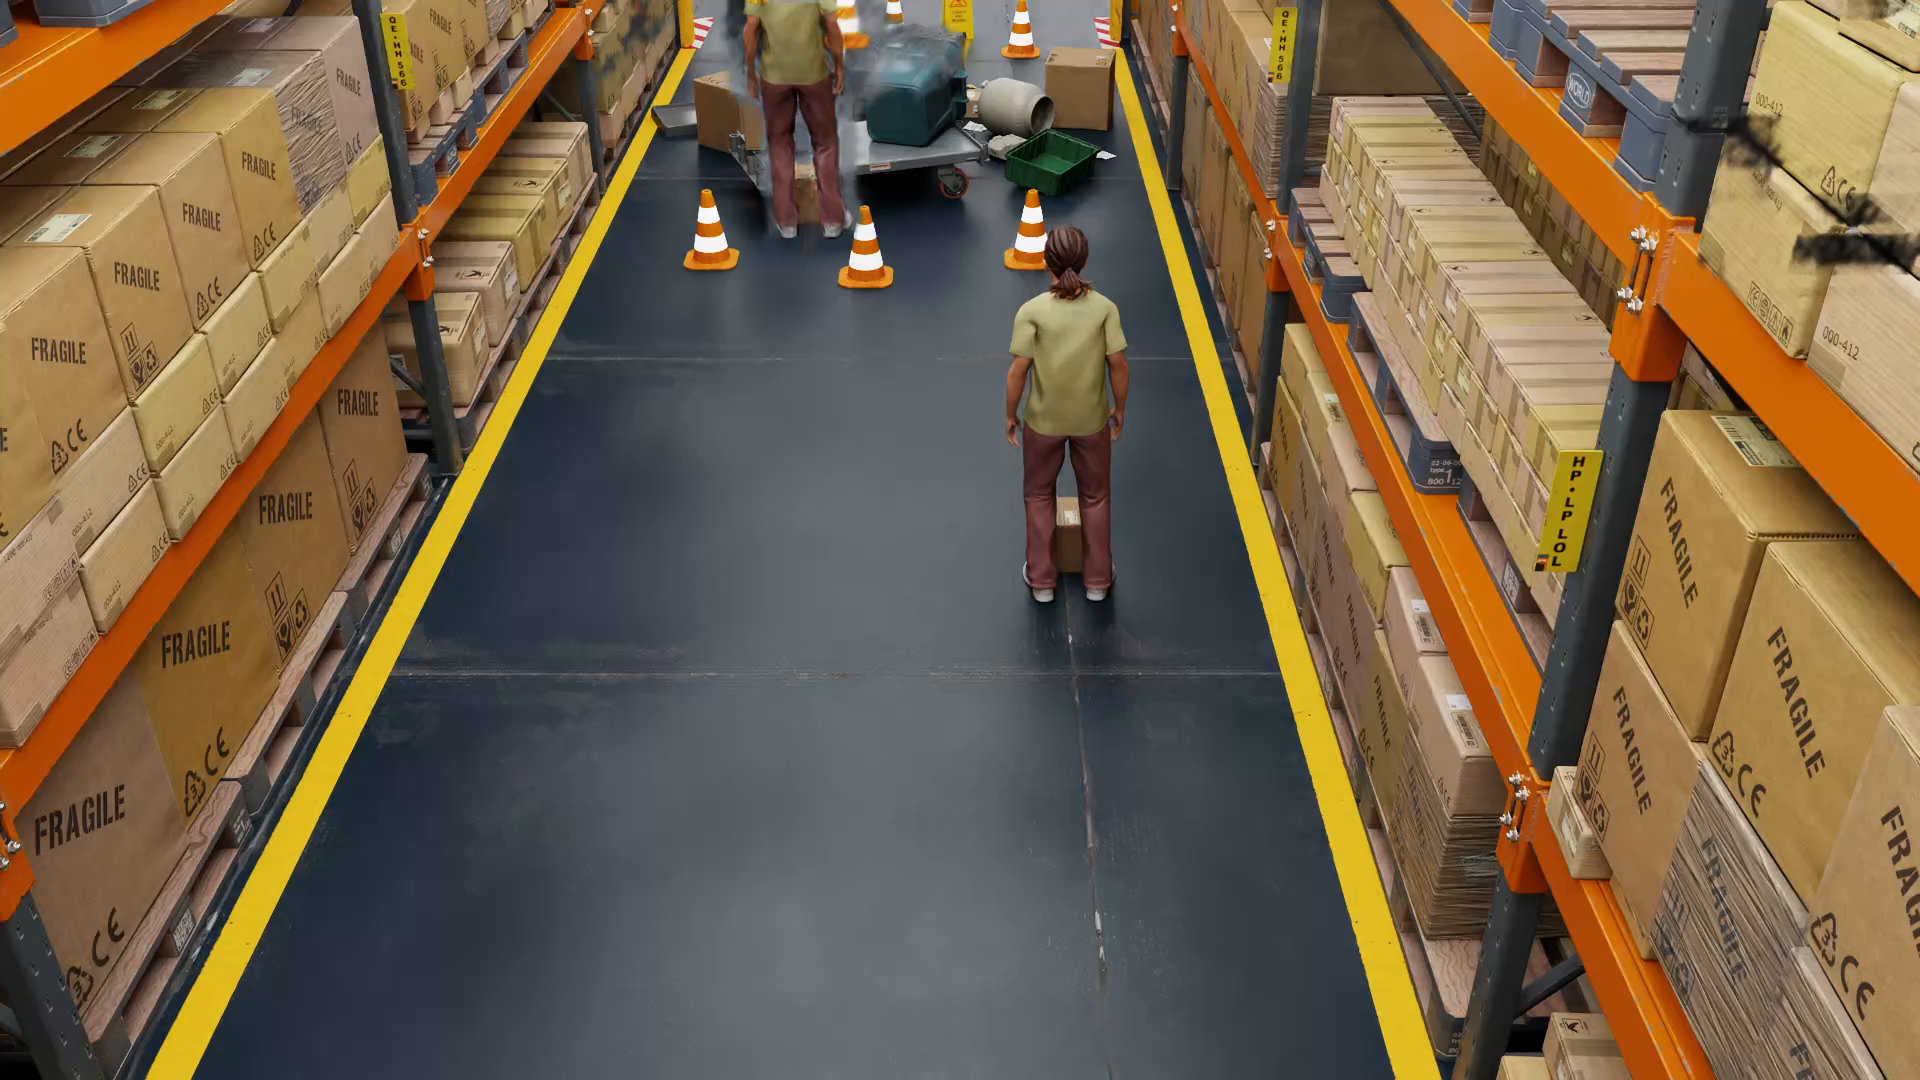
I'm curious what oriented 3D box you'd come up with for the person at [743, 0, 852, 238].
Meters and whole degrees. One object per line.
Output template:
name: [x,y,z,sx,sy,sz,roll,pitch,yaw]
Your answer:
person: [0.444,-0.500,6.947,0.520,1.673,0.355,-2,32,-3]
